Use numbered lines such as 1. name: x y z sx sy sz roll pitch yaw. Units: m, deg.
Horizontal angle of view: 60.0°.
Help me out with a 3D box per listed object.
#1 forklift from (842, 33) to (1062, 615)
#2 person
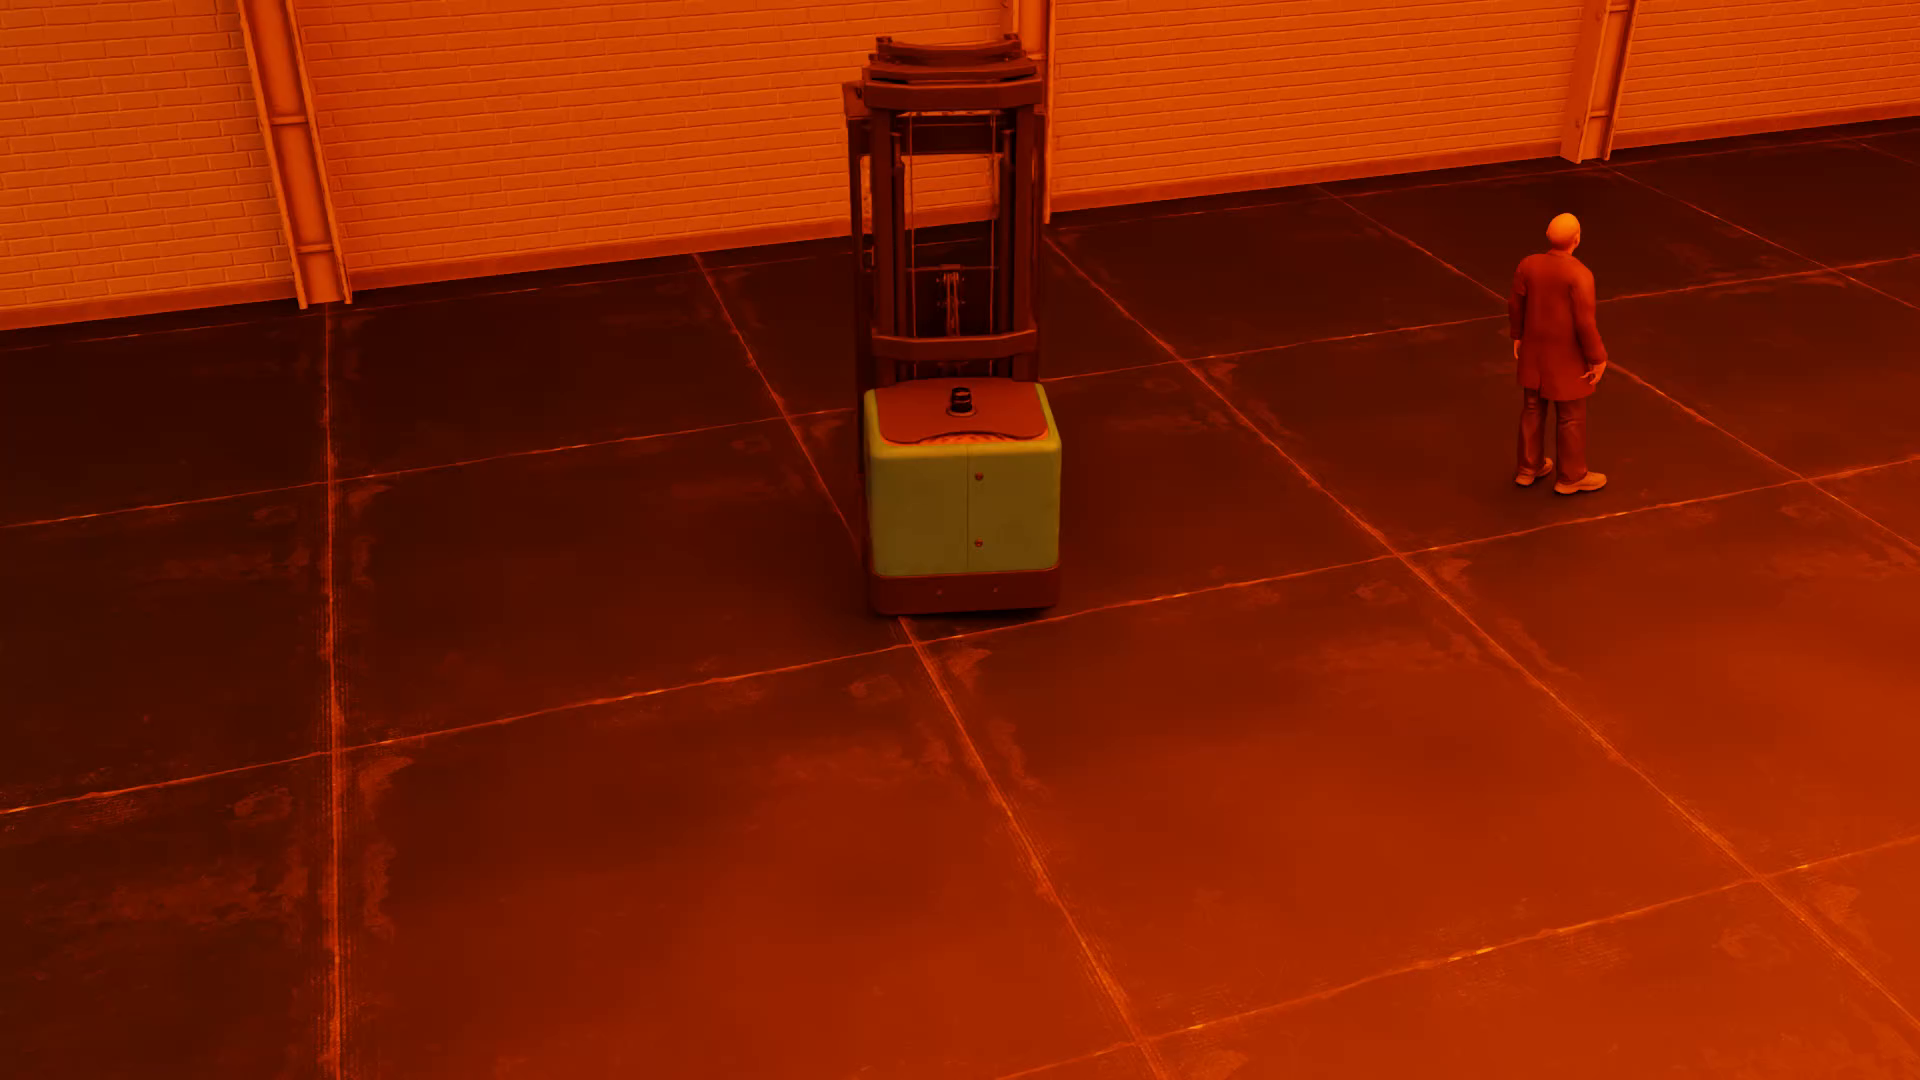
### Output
1. forklift: -0.100 -1.566 9.809 1.130 2.935 3.031 -3 30 -5
2. person: 3.723 -1.170 10.263 0.582 1.776 0.695 -18 35 -29
